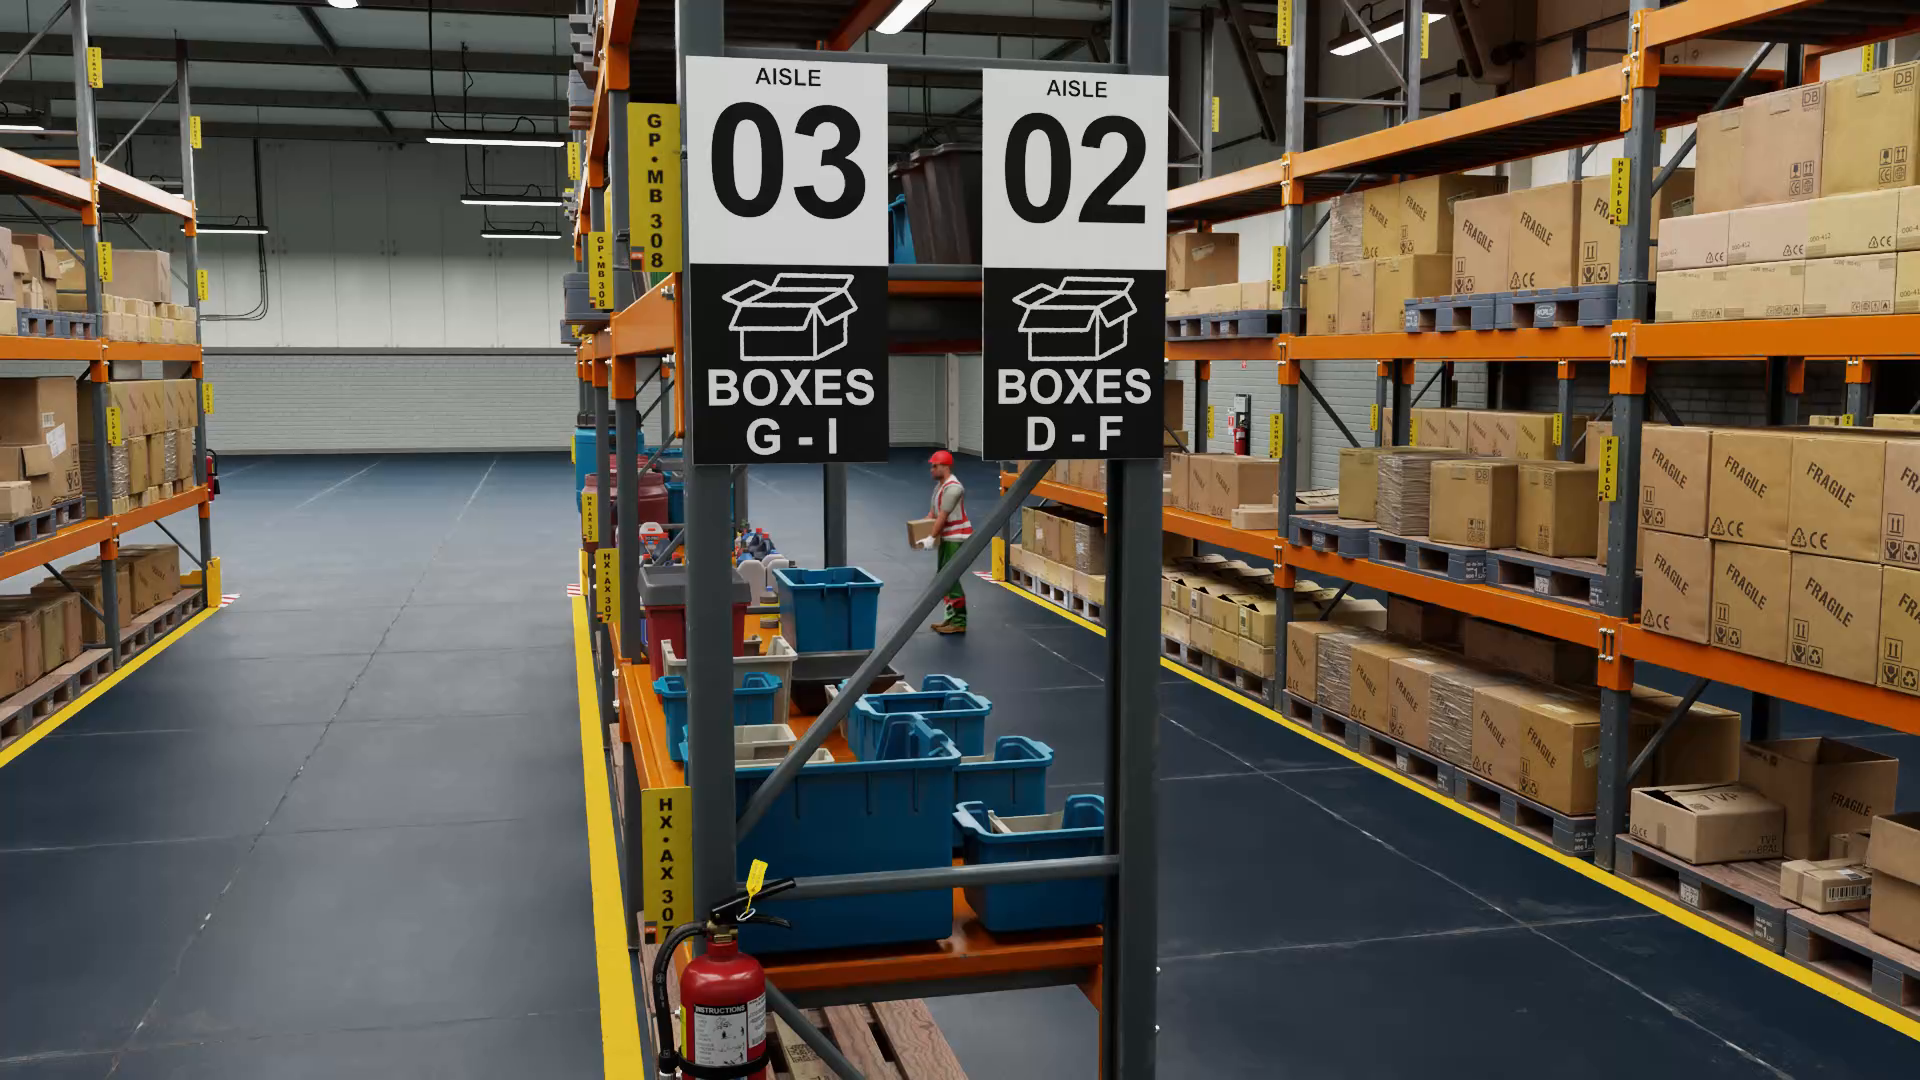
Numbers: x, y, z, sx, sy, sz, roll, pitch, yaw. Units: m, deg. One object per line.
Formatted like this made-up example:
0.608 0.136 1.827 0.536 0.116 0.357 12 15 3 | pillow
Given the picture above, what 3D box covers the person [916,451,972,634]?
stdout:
-0.177 0.017 16.191 0.581 1.772 0.491 -2 6 -15 | person
